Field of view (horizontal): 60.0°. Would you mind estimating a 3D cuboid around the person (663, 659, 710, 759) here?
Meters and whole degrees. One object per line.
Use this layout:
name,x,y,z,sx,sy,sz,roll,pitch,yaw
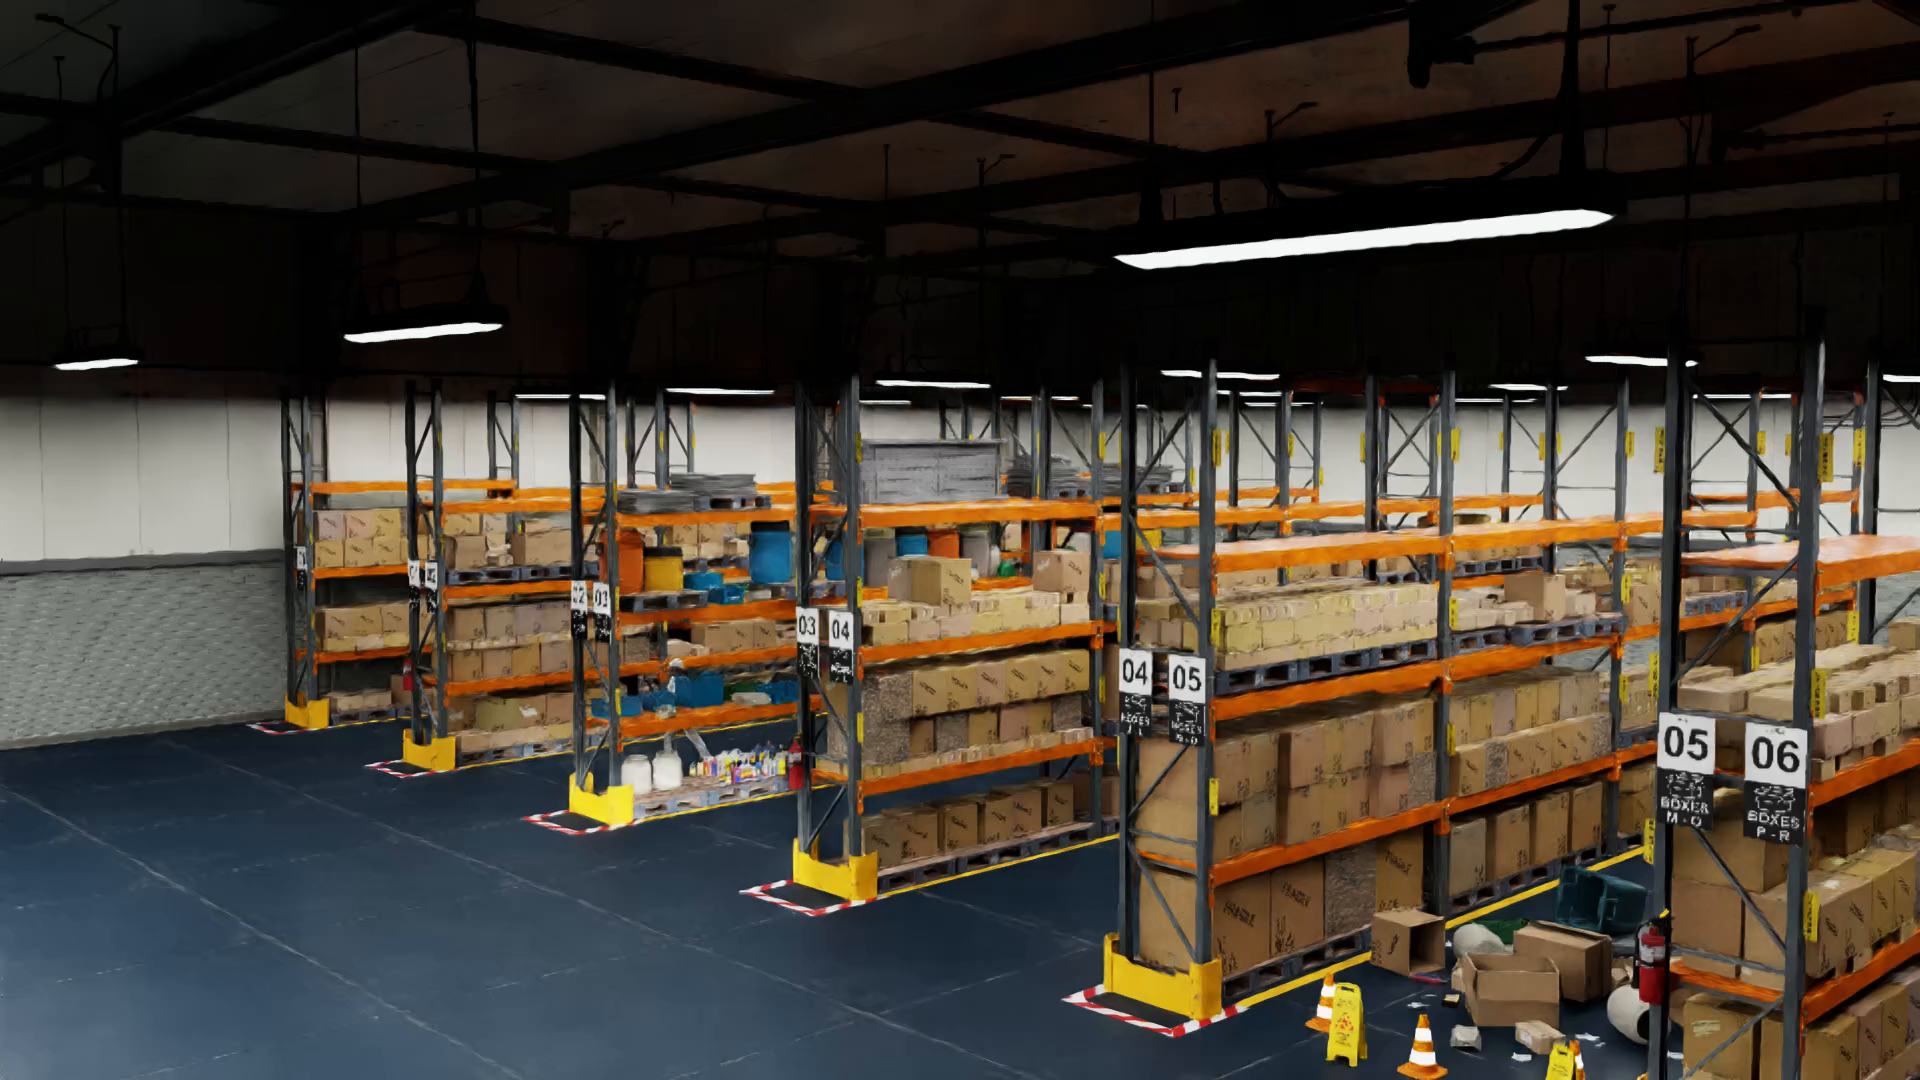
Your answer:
person,-4.284,2.673,25.436,1.042,1.733,0.577,-4,5,-44
